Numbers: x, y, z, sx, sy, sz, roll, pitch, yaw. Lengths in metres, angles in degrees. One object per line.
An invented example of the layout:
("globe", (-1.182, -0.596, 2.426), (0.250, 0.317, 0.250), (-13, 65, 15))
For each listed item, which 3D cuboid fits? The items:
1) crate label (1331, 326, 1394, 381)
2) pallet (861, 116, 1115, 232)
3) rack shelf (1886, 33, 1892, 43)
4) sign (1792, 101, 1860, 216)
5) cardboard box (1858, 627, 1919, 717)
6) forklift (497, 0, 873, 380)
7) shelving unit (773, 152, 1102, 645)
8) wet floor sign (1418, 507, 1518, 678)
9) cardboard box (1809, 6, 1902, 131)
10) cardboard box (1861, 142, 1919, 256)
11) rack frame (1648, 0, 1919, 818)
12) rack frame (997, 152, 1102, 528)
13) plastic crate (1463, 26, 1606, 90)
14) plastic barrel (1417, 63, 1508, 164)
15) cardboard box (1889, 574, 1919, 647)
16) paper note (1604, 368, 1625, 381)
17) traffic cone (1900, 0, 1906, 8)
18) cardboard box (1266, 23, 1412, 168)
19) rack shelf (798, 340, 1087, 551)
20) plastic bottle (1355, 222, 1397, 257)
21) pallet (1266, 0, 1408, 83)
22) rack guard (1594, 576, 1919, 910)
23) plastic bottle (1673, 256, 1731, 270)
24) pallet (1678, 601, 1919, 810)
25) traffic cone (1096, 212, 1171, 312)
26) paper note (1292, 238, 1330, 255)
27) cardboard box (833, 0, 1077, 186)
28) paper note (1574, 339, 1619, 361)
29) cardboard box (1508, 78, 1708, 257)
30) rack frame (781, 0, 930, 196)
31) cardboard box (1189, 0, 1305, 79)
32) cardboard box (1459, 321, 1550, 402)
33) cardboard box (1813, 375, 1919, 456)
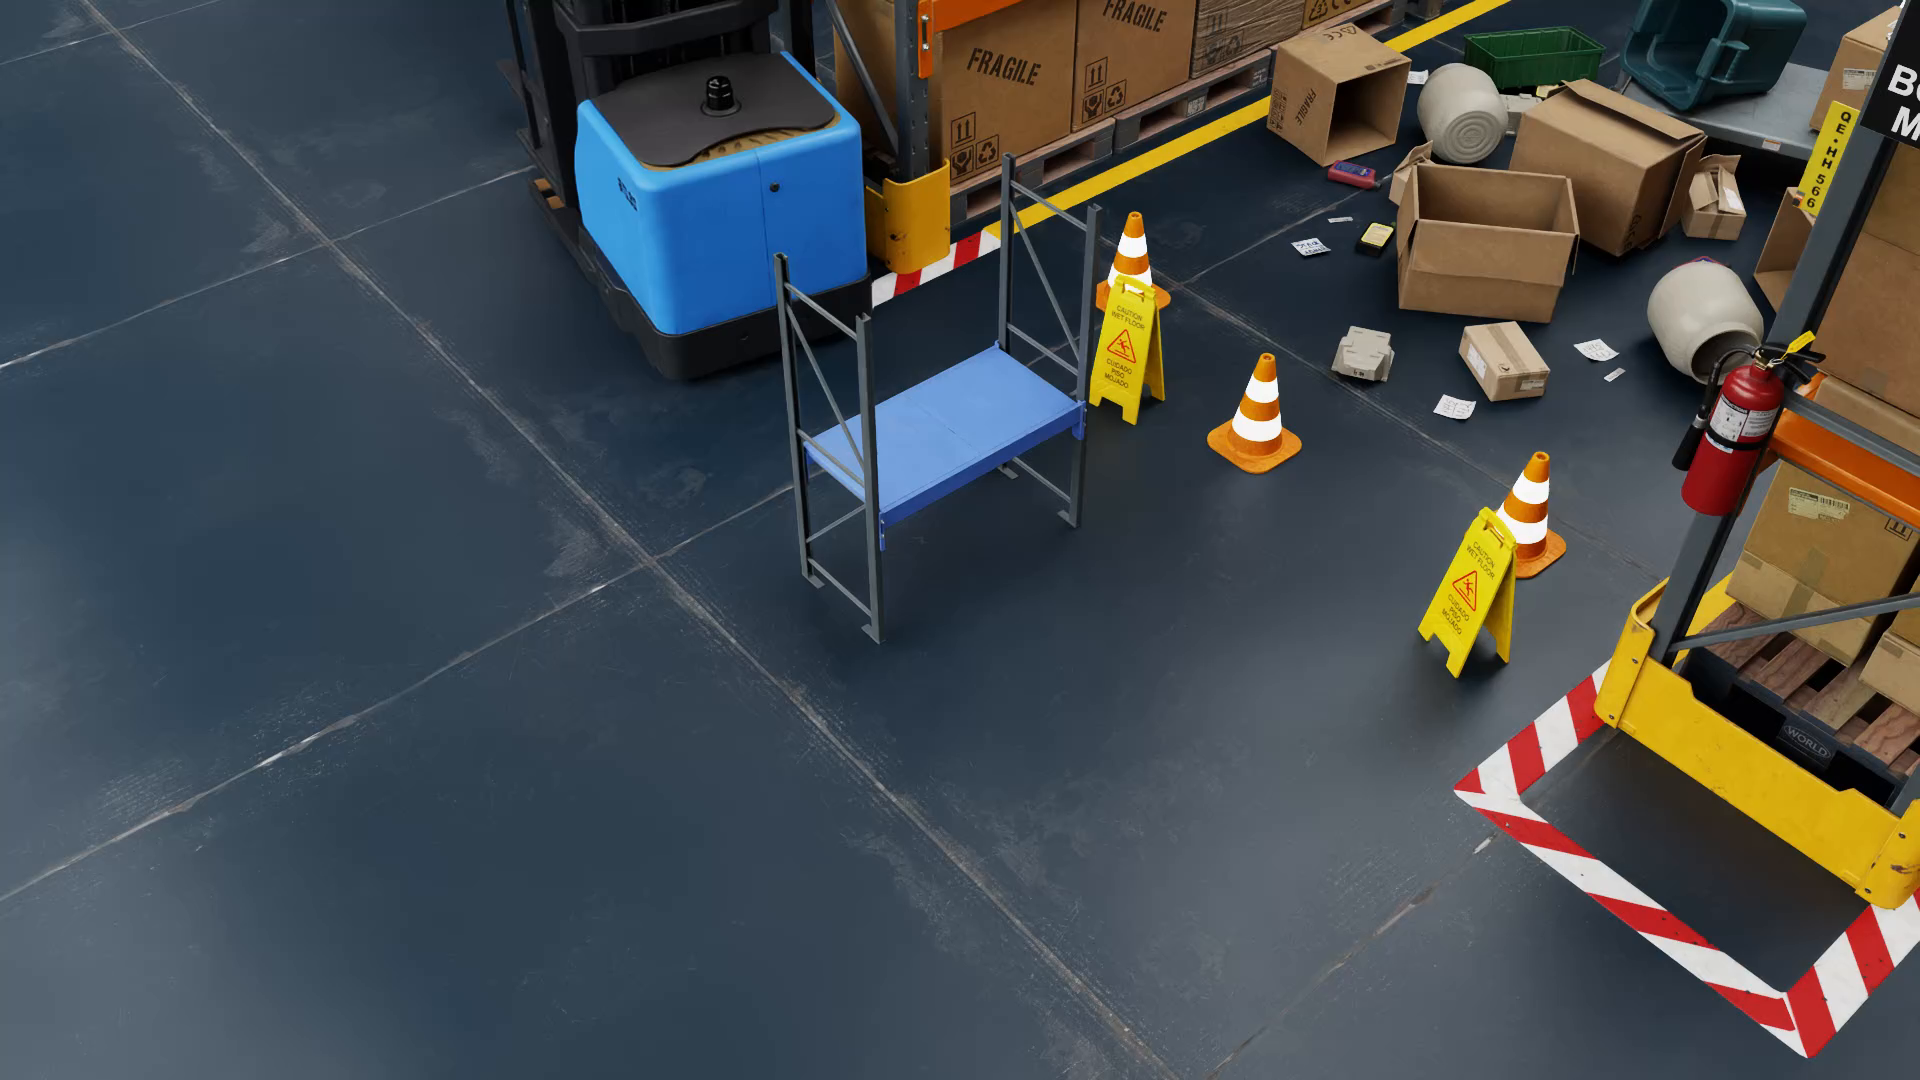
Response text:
("crate label", (1.836, -0.845, 7.550), (0.250, 0.136, 0.298), (14, 45, 15))
("pallet", (0.053, -2.142, 8.876), (1.213, 0.211, 1.003), (-30, 51, -28))
("rack shelf", (4.277, -1.921, 4.938), (4.000, 0.370, 1.077), (-30, 51, -28))
("sign", (2.402, -1.049, 4.599), (0.005, 0.325, 0.100), (-30, 51, -28))
("cardboard box", (3.539, 0.429, 5.804), (0.500, 0.250, 0.500), (-30, 51, -28))
("forklift", (-1.558, -2.781, 7.570), (1.130, 2.935, 3.031), (-21, 47, -21))
("shelving unit", (-0.065, -0.509, 6.197), (1.048, 1.500, 0.538), (-30, 51, -28))
("wet floor sign", (1.911, 0.169, 6.099), (0.232, 0.644, 0.267), (-14, 45, -14))
("cardboard box", (4.646, -2.254, 8.232), (0.500, 0.500, 0.500), (-30, 51, -28))
("cardboard box", (2.995, -1.059, 4.666), (0.500, 0.500, 0.700), (-31, 51, -29))
("rack frame", (2.743, -0.211, 4.784), (0.127, 3.000, 1.000), (-30, 51, -28))
("rack frame", (0.325, -0.732, 6.434), (0.032, 1.500, 0.500), (-30, 51, -28))
("plastic crate", (3.265, -2.755, 9.504), (0.662, 0.188, 0.450), (-7, 34, -7))
("plastic barrel", (2.672, -2.280, 8.868), (0.421, 0.421, 0.512), (0, 43, 0))
("cardboard box", (3.557, 0.145, 5.558), (0.500, 0.500, 0.500), (-32, 52, -29))
("paper note", (2.969, -0.750, 7.541), (0.123, 0.001, 0.032), (-30, 51, -28))
("traffic cone", (5.445, -2.975, 9.580), (0.334, 0.463, 0.336), (-30, 51, -28))
("cardboard box", (2.026, -2.392, 8.930), (0.500, 0.500, 0.500), (-21, 47, -21))
("rack shelf", (-0.065, -0.378, 6.320), (1.000, 0.185, 0.538), (-30, 51, -28))
("plastic bottle", (2.091, -1.523, 8.327), (0.133, 0.061, 0.283), (22, 47, 21))
("pallet", (1.924, -3.213, 10.017), (1.213, 0.211, 1.003), (-30, 51, -28))
("rack guard", (2.801, 0.667, 5.675), (0.348, 0.500, 1.175), (-30, 51, -28))
("plastic bottle", (3.618, -1.315, 8.105), (0.283, 0.061, 0.133), (-21, 47, -21))
("pallet", (3.447, 0.434, 6.134), (1.213, 0.211, 1.003), (-30, 51, -28))
("traffic cone", (0.808, -1.329, 7.827), (0.334, 0.463, 0.336), (-30, 51, -28))
("paper note", (1.750, -1.462, 8.286), (0.142, 0.017, 0.144), (-14, 45, -14))
("cardboard box", (-0.033, -2.477, 8.442), (0.875, 0.875, 0.875), (-29, 51, -28))
("paper note", (2.939, -0.879, 7.672), (0.142, 0.019, 0.148), (-14, 45, -14))
("cardboard box", (3.178, -1.867, 8.271), (0.503, 0.637, 0.797), (-30, 51, -28))
("rack frame", (-0.510, -2.766, 7.504), (0.127, 3.000, 1.000), (-30, 51, -28))
("cardboard box", (1.342, -3.264, 9.280), (0.875, 0.875, 0.875), (-29, 51, -28))
("cardboard box", (2.452, -0.808, 7.502), (0.250, 0.149, 0.380), (-7, 44, -7))
("cardboard box", (2.893, -0.396, 5.164), (0.250, 0.149, 0.380), (-28, 50, -27))
